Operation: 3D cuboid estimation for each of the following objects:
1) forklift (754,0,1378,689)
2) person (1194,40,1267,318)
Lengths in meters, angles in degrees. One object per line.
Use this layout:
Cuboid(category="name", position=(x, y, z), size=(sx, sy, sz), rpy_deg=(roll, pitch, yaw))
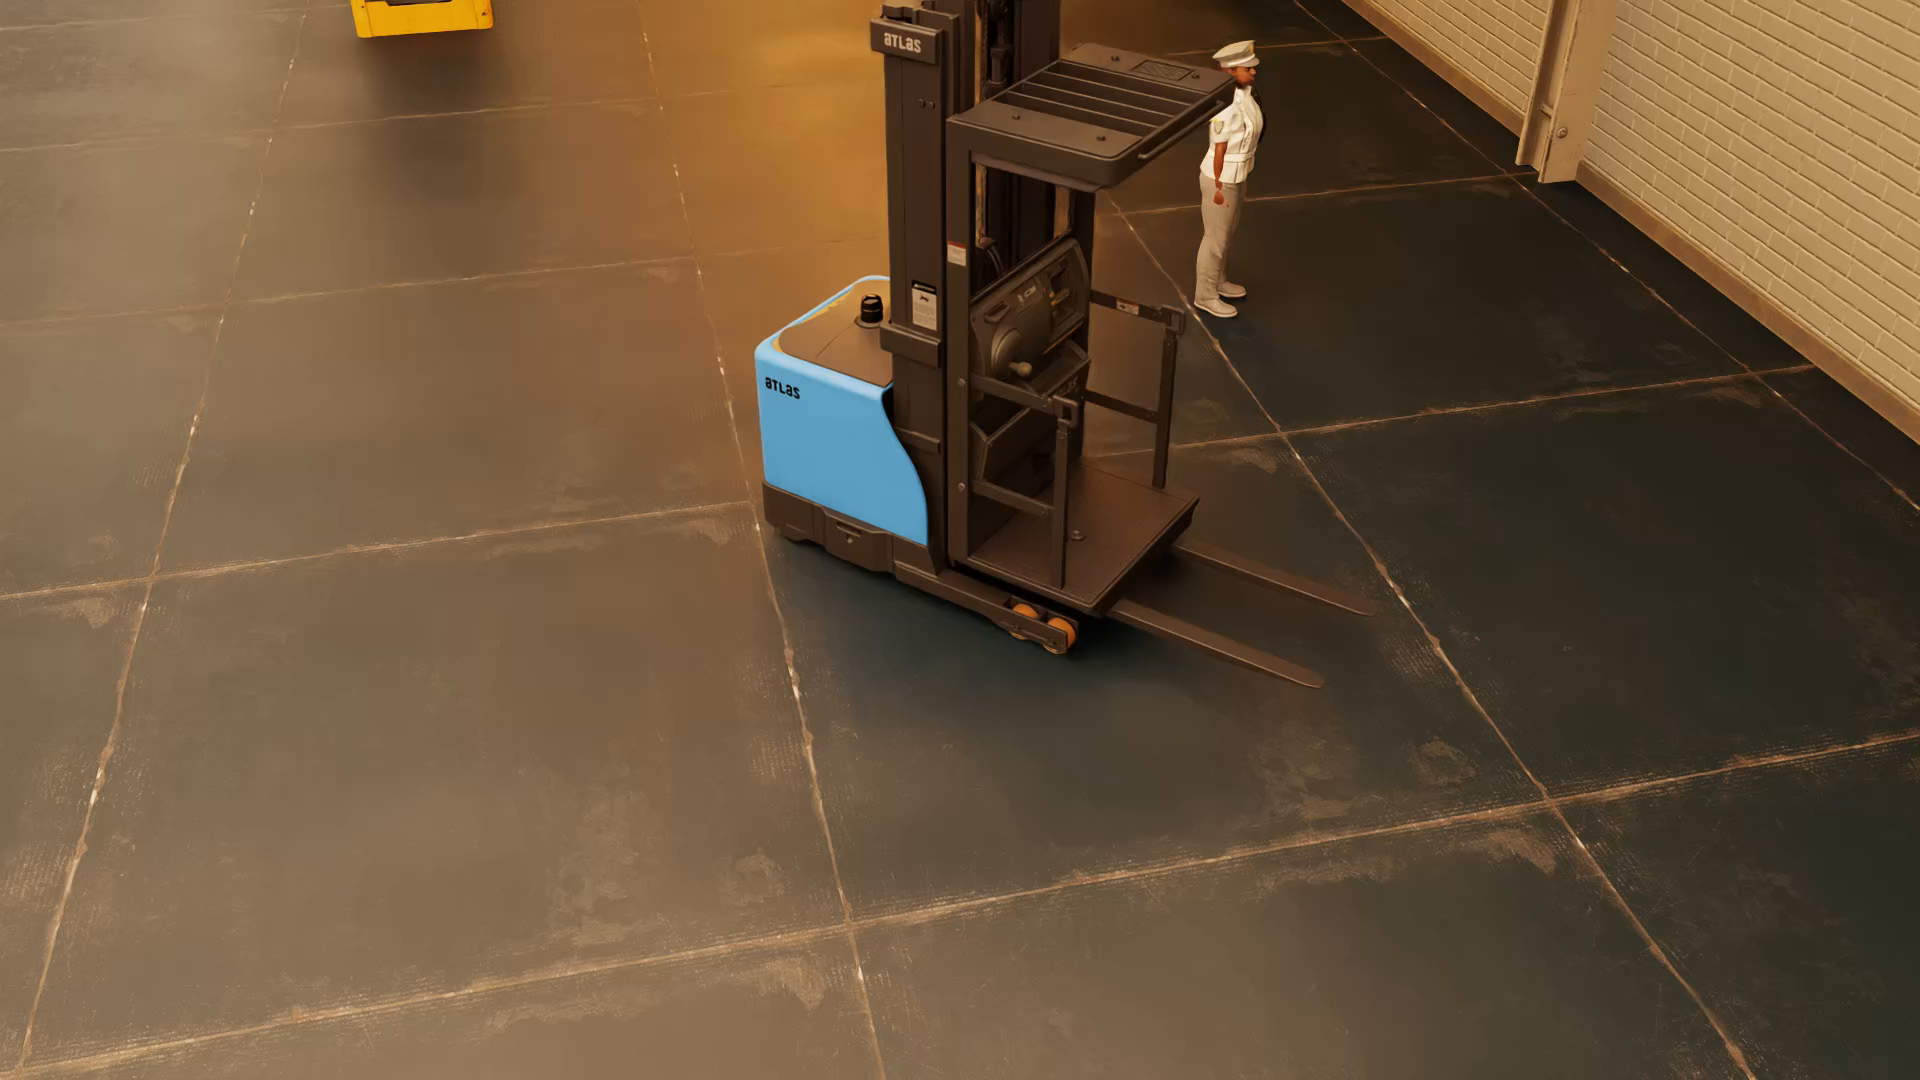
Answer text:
Cuboid(category="forklift", position=(0.499, -1.010, 7.454), size=(3.031, 2.935, 1.130), rpy_deg=(21, 41, 27))
Cuboid(category="person", position=(1.653, -2.229, 10.215), size=(0.352, 1.690, 0.452), rpy_deg=(13, 38, 18))
